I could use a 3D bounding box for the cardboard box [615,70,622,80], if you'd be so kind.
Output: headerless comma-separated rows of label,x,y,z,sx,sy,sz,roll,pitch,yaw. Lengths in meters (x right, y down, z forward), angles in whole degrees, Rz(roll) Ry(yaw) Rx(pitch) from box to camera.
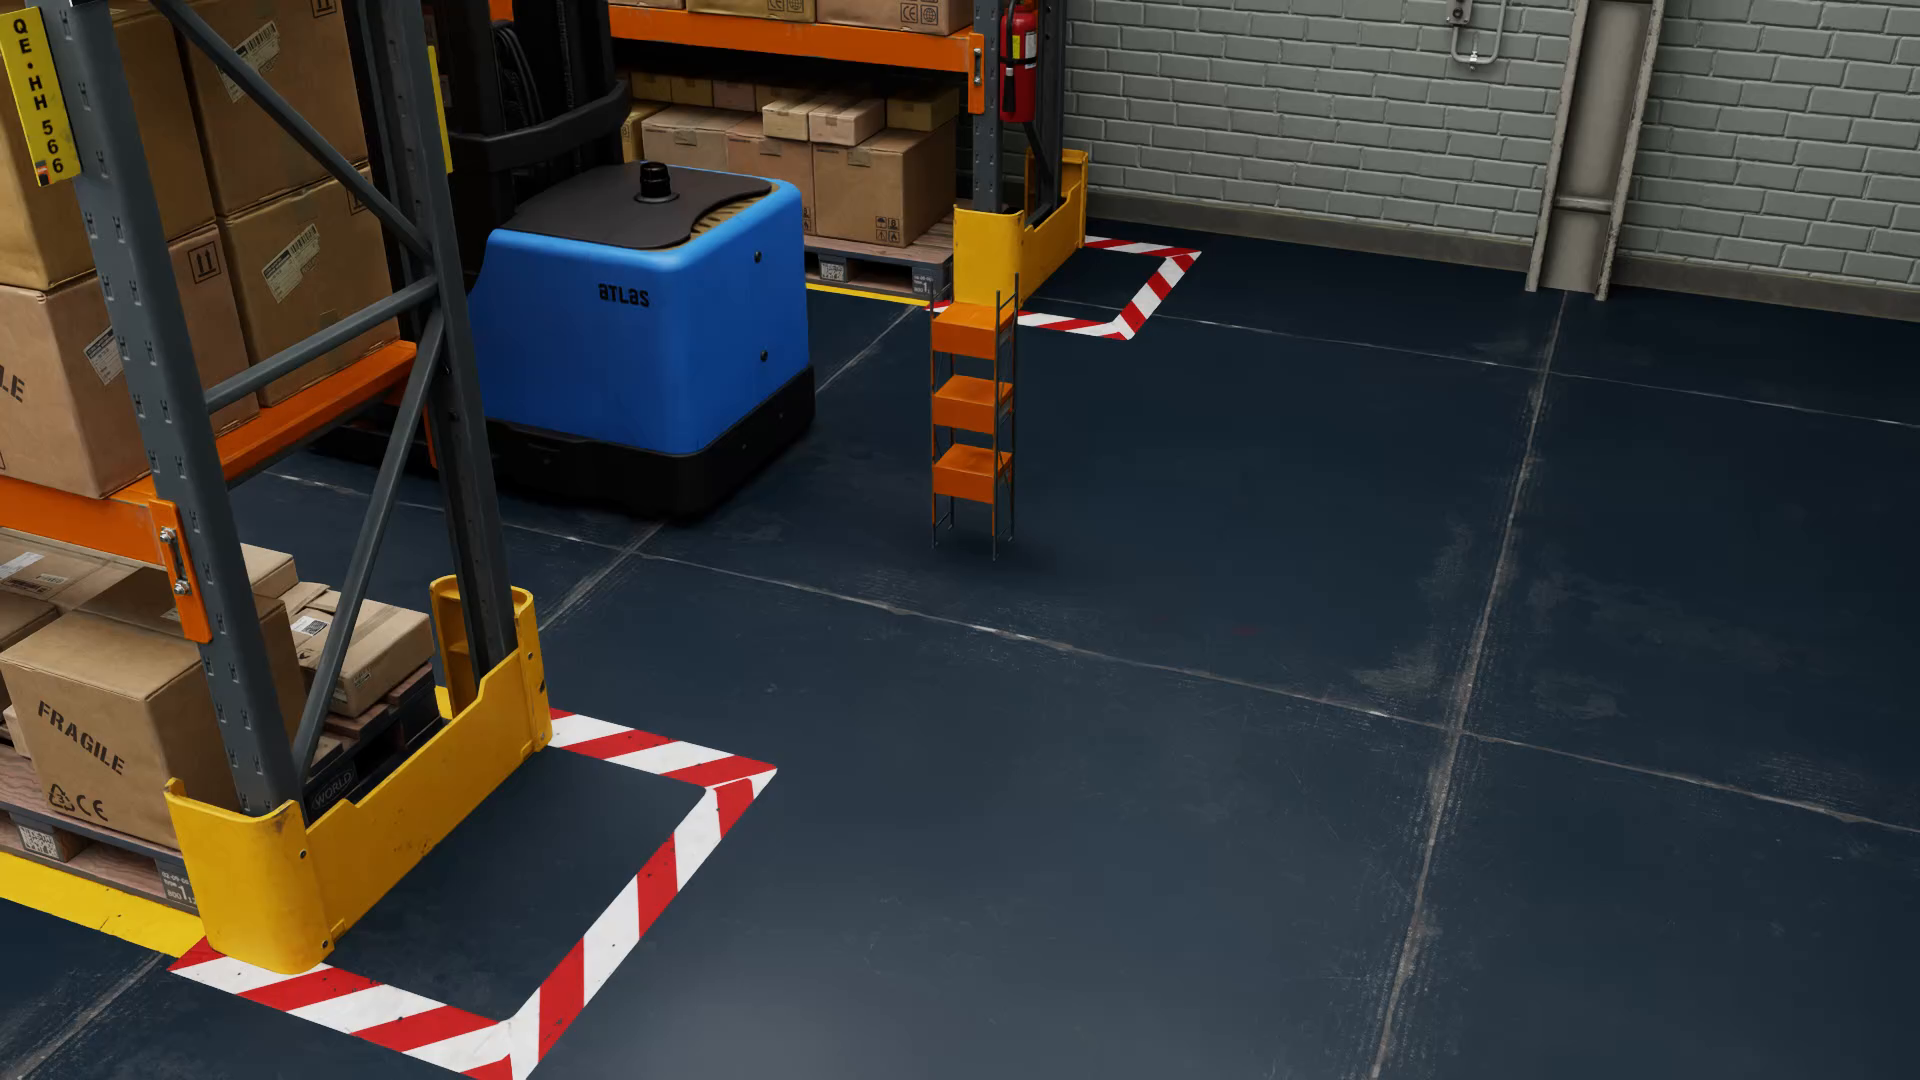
cardboard box,-2.015,-2.411,8.921,0.250,0.149,0.380,10,31,18

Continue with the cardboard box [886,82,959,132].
cardboard box,-0.191,-2.251,8.638,0.250,0.149,0.380,12,31,19

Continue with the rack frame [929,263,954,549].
rack frame,-0.063,-0.470,6.014,0.008,1.050,0.200,11,31,19

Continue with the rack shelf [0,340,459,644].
rack shelf,-3.408,-0.519,4.851,4.000,0.370,1.077,11,31,19

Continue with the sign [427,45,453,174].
sign,-1.351,-1.087,4.245,0.005,0.325,0.100,11,31,19

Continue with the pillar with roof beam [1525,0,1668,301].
pillar with roof beam,1.513,-3.265,2.882,0.400,9.000,9.100,11,31,19

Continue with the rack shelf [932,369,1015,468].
rack shelf,0.050,-0.438,5.979,0.240,0.259,0.215,11,31,19

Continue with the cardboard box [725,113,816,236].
cardboard box,-0.845,-1.993,8.841,0.500,0.500,0.700,11,31,19

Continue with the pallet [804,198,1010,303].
pallet,-0.466,-1.620,8.902,1.213,0.211,1.003,11,31,19

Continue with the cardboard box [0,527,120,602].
cardboard box,-2.878,0.128,5.322,0.500,0.250,0.500,11,31,19

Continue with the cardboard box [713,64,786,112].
cardboard box,-1.128,-2.437,8.968,0.250,0.149,0.380,12,32,20

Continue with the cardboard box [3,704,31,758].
cardboard box,-2.492,0.475,4.793,0.250,0.166,0.380,11,31,19

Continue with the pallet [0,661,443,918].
pallet,-2.364,0.591,4.991,1.213,0.211,1.003,11,31,19

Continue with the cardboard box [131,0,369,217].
cardboard box,-1.867,-1.144,4.107,0.500,0.500,0.500,12,32,21

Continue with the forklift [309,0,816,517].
forklift,-2.177,-1.827,6.504,3.031,2.935,1.130,12,32,20

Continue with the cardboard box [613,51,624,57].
cardboard box,-2.074,-2.626,9.302,0.250,0.149,0.380,10,31,18

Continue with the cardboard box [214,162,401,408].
cardboard box,-1.867,-0.708,4.353,0.500,0.500,0.500,12,32,20

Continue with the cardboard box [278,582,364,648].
cardboard box,-2.045,0.299,5.105,0.250,0.166,0.380,11,31,19

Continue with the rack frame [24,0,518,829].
rack frame,-1.554,-0.462,4.020,0.127,3.000,1.000,11,31,19

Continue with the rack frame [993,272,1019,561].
rack frame,0.163,-0.425,5.934,0.008,1.050,0.200,11,31,19

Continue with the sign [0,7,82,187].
sign,-1.782,-0.855,3.216,0.005,0.325,0.100,11,31,19

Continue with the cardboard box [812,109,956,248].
cardboard box,-0.382,-1.900,8.677,0.500,0.500,0.700,11,31,19

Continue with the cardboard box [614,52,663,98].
cardboard box,-1.840,-2.579,9.219,0.250,0.149,0.380,12,31,20

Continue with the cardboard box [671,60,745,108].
cardboard box,-1.366,-2.485,9.052,0.250,0.149,0.380,12,31,20

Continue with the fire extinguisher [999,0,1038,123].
fire extinguisher,0.271,-2.287,7.706,0.183,0.674,0.296,11,31,19

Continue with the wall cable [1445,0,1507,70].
wall cable,1.847,-3.359,8.111,1.851,1.984,0.084,11,31,19

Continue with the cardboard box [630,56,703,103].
cardboard box,-1.601,-2.532,9.135,0.250,0.149,0.380,11,31,18

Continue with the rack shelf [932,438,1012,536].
rack shelf,0.050,-0.196,6.116,0.240,0.259,0.215,11,31,19

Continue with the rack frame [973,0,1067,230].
rack frame,0.305,-2.722,8.017,0.127,3.000,1.000,11,31,19

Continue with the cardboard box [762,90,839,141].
cardboard box,-0.806,-2.170,8.496,0.250,0.149,0.380,12,32,20

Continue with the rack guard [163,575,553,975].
rack guard,-1.625,0.612,4.660,0.348,0.500,1.175,11,31,19

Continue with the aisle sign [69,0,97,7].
aisle sign,-1.606,-1.442,3.111,0.004,0.787,0.394,11,31,19

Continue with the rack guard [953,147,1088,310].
rack guard,0.327,-1.629,8.624,0.348,0.500,1.175,11,31,19

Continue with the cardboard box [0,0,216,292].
cardboard box,-2.070,-0.898,3.673,0.500,0.500,0.500,11,31,19

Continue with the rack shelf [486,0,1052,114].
rack shelf,-1.549,-2.779,8.849,4.000,0.370,1.077,11,31,19

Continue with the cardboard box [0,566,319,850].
cardboard box,-2.151,0.446,4.506,0.500,0.500,0.500,11,31,19

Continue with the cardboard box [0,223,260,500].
cardboard box,-2.072,-0.465,3.922,0.500,0.500,0.500,12,32,21

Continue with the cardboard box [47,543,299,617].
cardboard box,-2.415,0.221,5.159,0.500,0.250,0.500,11,31,19

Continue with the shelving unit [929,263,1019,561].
shelving unit,0.050,-0.447,5.974,0.252,1.050,0.215,11,31,19

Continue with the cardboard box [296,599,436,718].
cardboard box,-1.813,0.353,5.027,0.250,0.149,0.380,11,31,19

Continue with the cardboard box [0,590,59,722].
cardboard box,-3.020,0.365,4.903,0.500,0.250,0.500,11,31,19

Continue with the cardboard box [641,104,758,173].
cardboard box,-1.312,-2.086,9.005,0.500,0.500,0.700,10,31,17

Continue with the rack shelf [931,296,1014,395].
rack shelf,0.050,-0.685,5.840,0.240,0.259,0.215,11,31,19

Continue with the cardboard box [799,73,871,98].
cardboard box,-0.660,-2.344,8.803,0.250,0.149,0.380,11,31,19

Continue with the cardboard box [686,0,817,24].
cardboard box,-0.850,-3.072,8.331,0.700,0.700,0.980,11,31,19

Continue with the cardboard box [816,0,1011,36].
cardboard box,-0.172,-2.942,8.102,0.700,0.700,0.980,13,32,21

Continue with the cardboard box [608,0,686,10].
cardboard box,-1.553,-3.217,8.588,0.700,0.700,0.980,10,31,17

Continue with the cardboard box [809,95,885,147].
cardboard box,-0.569,-2.123,8.413,0.250,0.149,0.380,11,31,19

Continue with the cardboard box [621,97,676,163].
cardboard box,-1.809,-2.181,9.174,0.500,0.500,0.700,12,32,20

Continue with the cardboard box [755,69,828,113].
cardboard box,-0.892,-2.391,8.886,0.250,0.149,0.380,12,31,20
